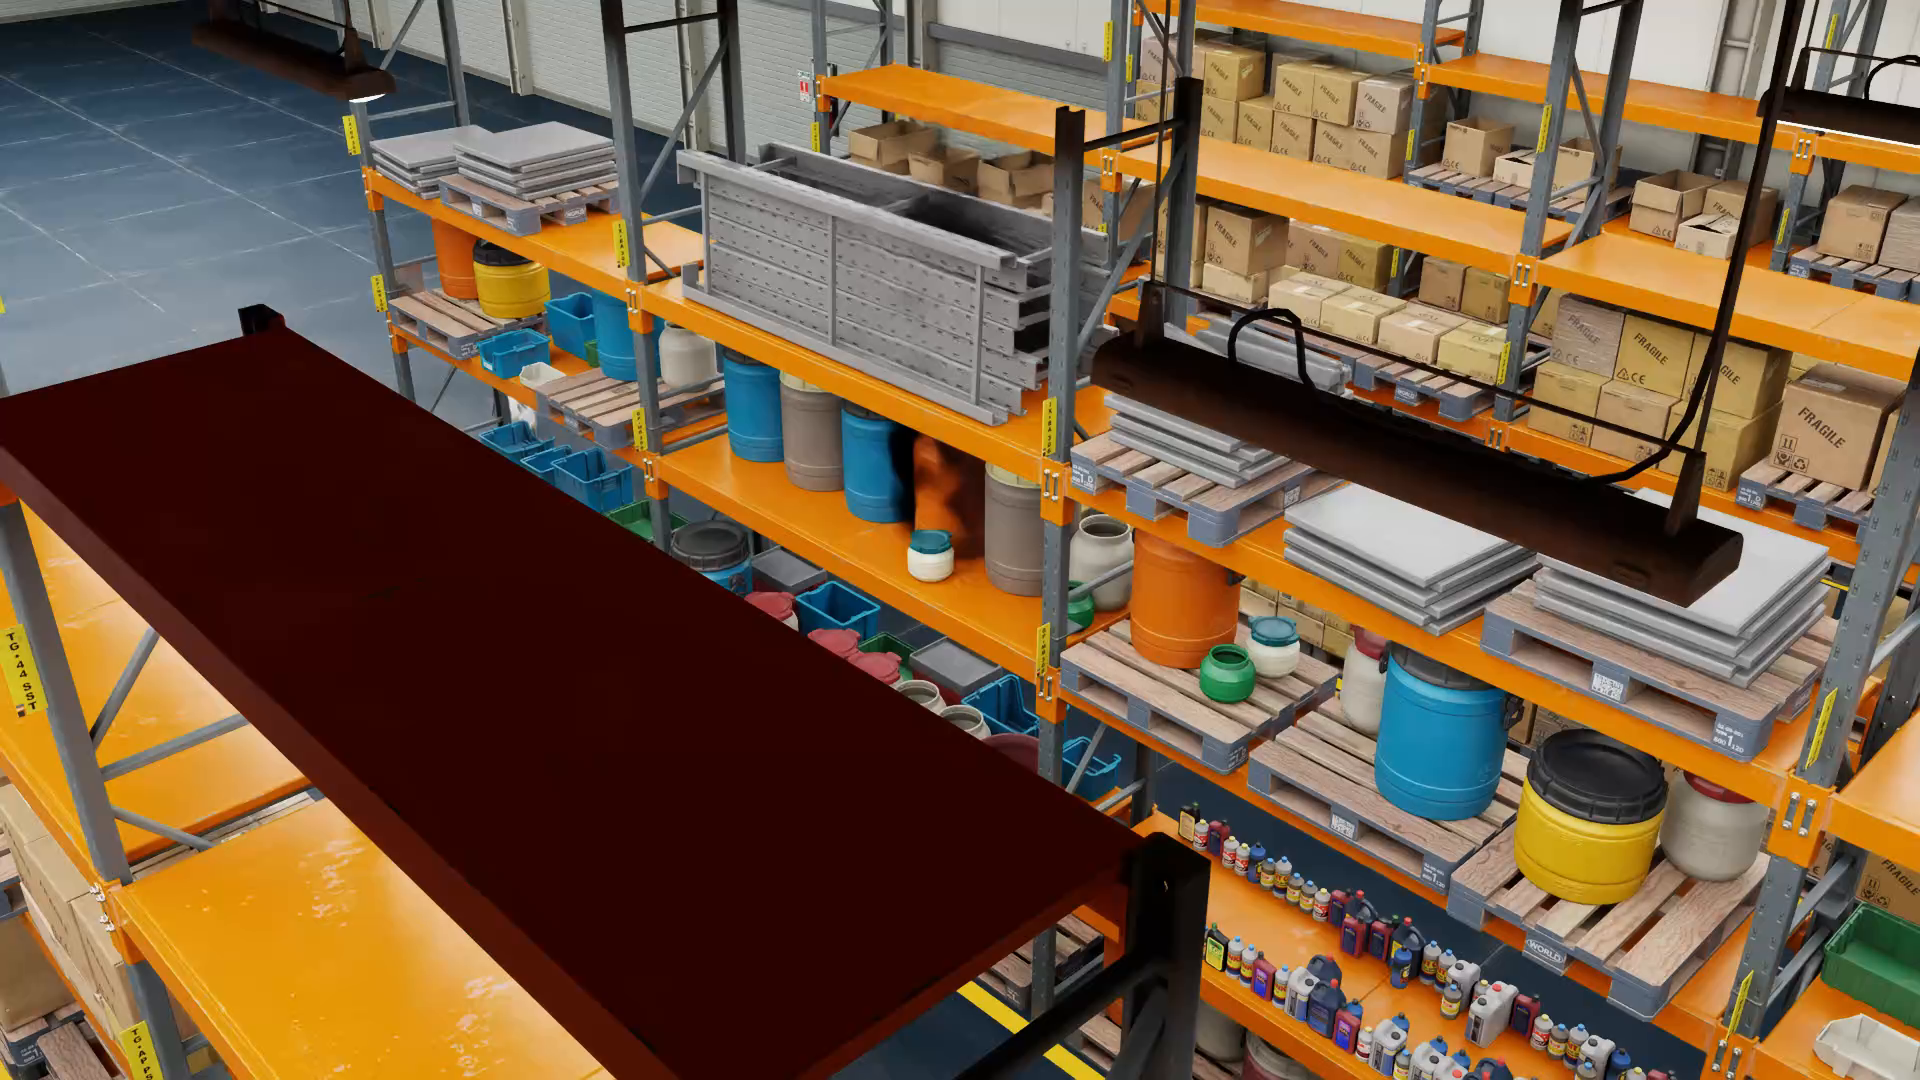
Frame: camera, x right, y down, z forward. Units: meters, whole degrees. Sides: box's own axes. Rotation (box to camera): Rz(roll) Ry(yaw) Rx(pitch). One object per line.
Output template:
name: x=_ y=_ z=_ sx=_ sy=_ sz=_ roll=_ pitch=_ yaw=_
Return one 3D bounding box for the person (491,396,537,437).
person: x=-4.620 y=-1.148 z=17.277 sx=0.633 sy=1.670 sz=0.622 roll=11 pitch=30 yaw=19
